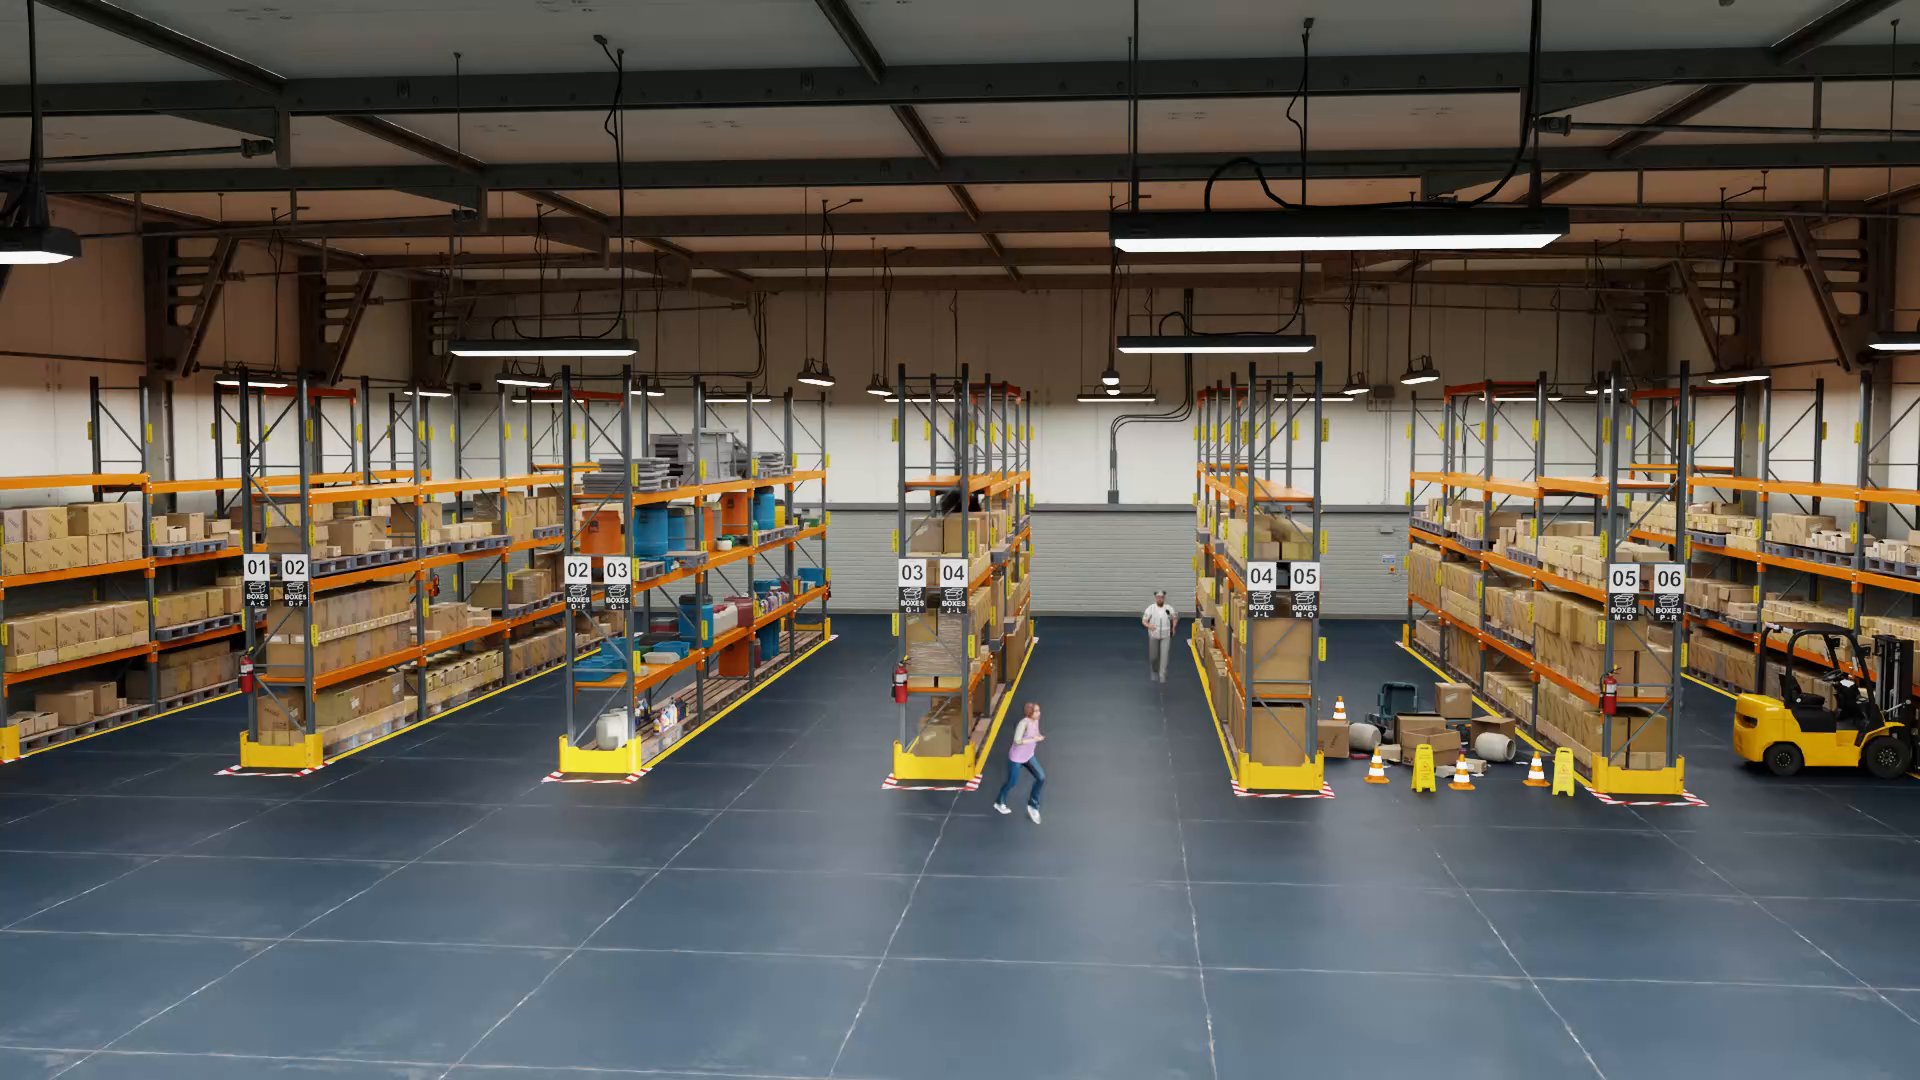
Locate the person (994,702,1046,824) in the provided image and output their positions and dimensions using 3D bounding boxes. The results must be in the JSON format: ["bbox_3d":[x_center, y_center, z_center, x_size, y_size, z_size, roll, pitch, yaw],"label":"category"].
[{"bbox_3d":[0.775,2.844,21.422,0.527,1.579,0.868,-4,5,-44],"label":"person"}]

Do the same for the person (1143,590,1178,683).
[{"bbox_3d":[3.802,1.832,31.530,0.674,1.785,0.721,0,4,3],"label":"person"}]
